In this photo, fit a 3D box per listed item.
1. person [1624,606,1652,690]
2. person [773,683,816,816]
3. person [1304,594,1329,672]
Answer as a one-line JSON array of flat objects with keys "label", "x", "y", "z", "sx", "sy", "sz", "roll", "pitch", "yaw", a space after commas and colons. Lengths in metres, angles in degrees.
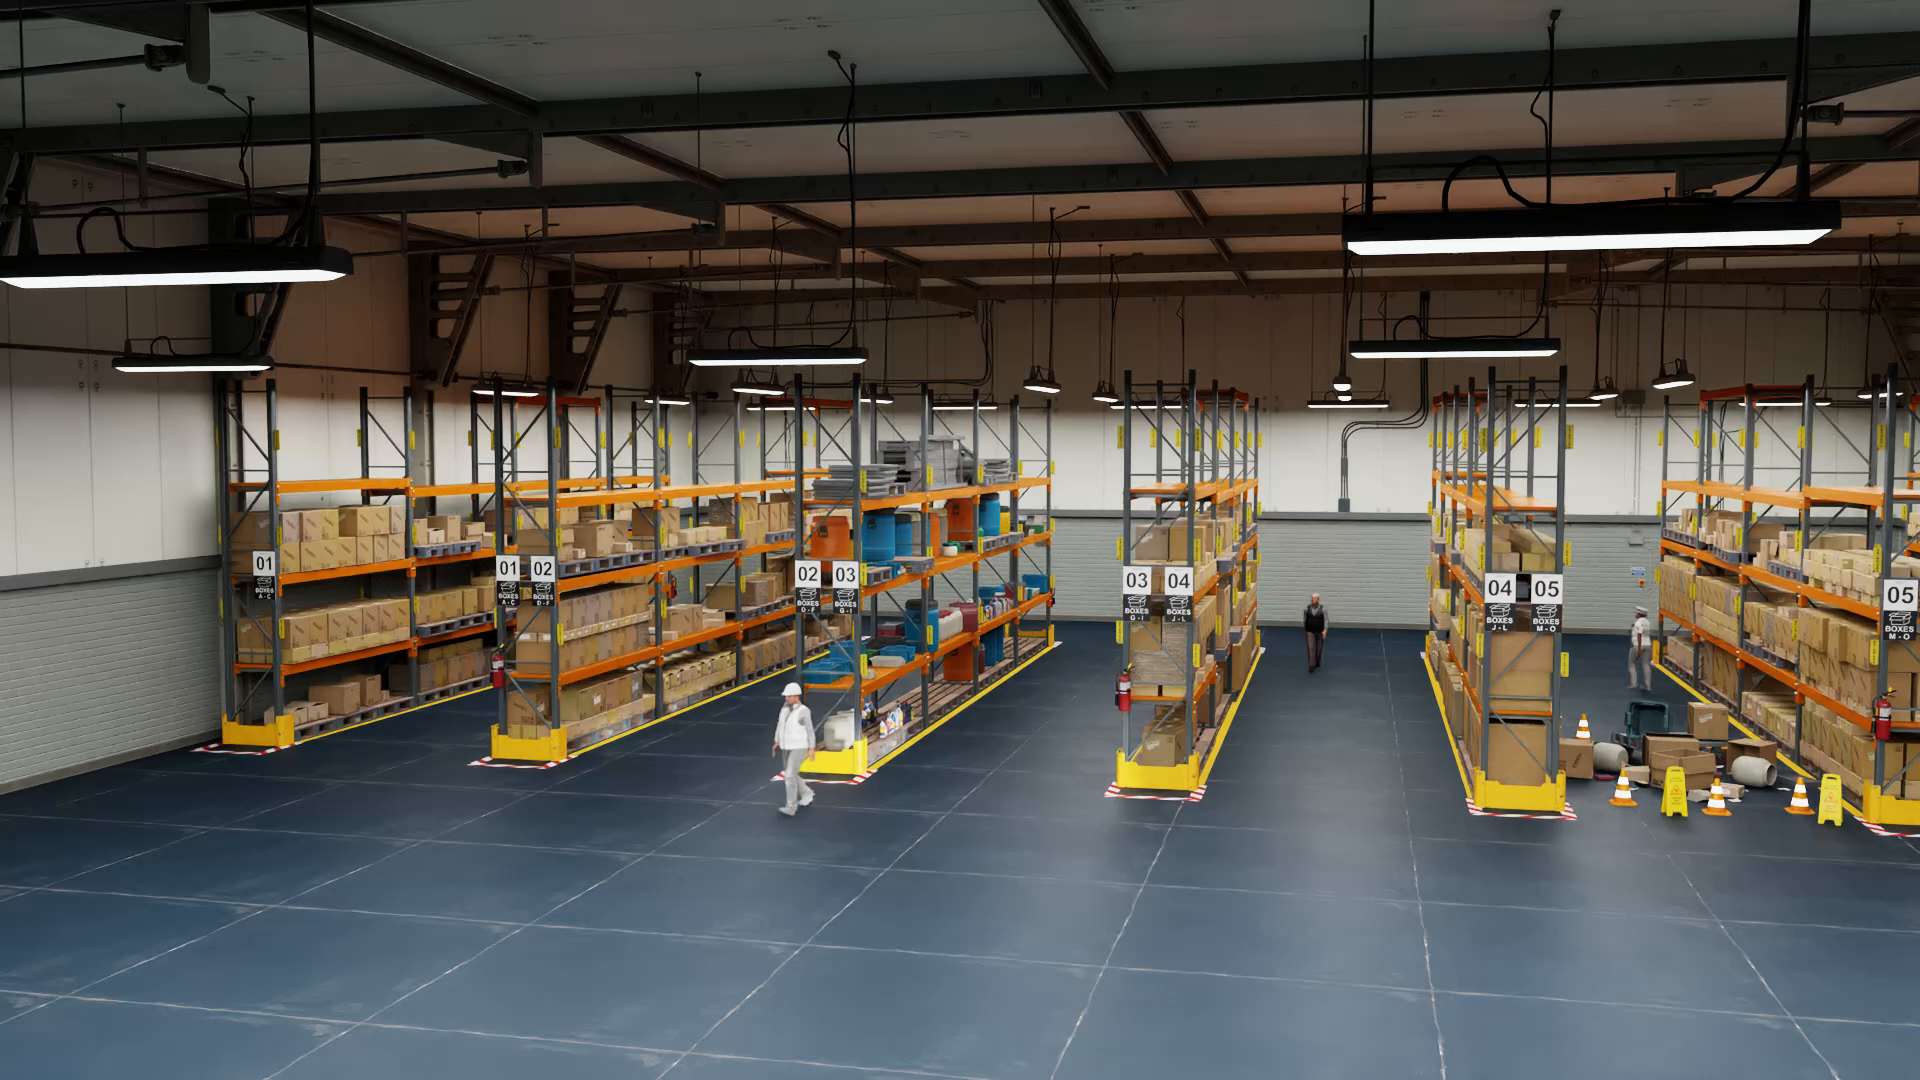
[{"label": "person", "x": 13.648, "y": 2.198, "z": 33.273, "sx": 0.451, "sy": 1.713, "sz": 0.568, "roll": -1, "pitch": 3, "yaw": -10}, {"label": "person", "x": -2.241, "y": 2.806, "z": 22.449, "sx": 0.834, "sy": 1.739, "sz": 0.613, "roll": -3, "pitch": 4, "yaw": -40}, {"label": "person", "x": 7.709, "y": 1.996, "z": 35.981, "sx": 0.533, "sy": 1.667, "sz": 1.068, "roll": 1, "pitch": 3, "yaw": 11}]
